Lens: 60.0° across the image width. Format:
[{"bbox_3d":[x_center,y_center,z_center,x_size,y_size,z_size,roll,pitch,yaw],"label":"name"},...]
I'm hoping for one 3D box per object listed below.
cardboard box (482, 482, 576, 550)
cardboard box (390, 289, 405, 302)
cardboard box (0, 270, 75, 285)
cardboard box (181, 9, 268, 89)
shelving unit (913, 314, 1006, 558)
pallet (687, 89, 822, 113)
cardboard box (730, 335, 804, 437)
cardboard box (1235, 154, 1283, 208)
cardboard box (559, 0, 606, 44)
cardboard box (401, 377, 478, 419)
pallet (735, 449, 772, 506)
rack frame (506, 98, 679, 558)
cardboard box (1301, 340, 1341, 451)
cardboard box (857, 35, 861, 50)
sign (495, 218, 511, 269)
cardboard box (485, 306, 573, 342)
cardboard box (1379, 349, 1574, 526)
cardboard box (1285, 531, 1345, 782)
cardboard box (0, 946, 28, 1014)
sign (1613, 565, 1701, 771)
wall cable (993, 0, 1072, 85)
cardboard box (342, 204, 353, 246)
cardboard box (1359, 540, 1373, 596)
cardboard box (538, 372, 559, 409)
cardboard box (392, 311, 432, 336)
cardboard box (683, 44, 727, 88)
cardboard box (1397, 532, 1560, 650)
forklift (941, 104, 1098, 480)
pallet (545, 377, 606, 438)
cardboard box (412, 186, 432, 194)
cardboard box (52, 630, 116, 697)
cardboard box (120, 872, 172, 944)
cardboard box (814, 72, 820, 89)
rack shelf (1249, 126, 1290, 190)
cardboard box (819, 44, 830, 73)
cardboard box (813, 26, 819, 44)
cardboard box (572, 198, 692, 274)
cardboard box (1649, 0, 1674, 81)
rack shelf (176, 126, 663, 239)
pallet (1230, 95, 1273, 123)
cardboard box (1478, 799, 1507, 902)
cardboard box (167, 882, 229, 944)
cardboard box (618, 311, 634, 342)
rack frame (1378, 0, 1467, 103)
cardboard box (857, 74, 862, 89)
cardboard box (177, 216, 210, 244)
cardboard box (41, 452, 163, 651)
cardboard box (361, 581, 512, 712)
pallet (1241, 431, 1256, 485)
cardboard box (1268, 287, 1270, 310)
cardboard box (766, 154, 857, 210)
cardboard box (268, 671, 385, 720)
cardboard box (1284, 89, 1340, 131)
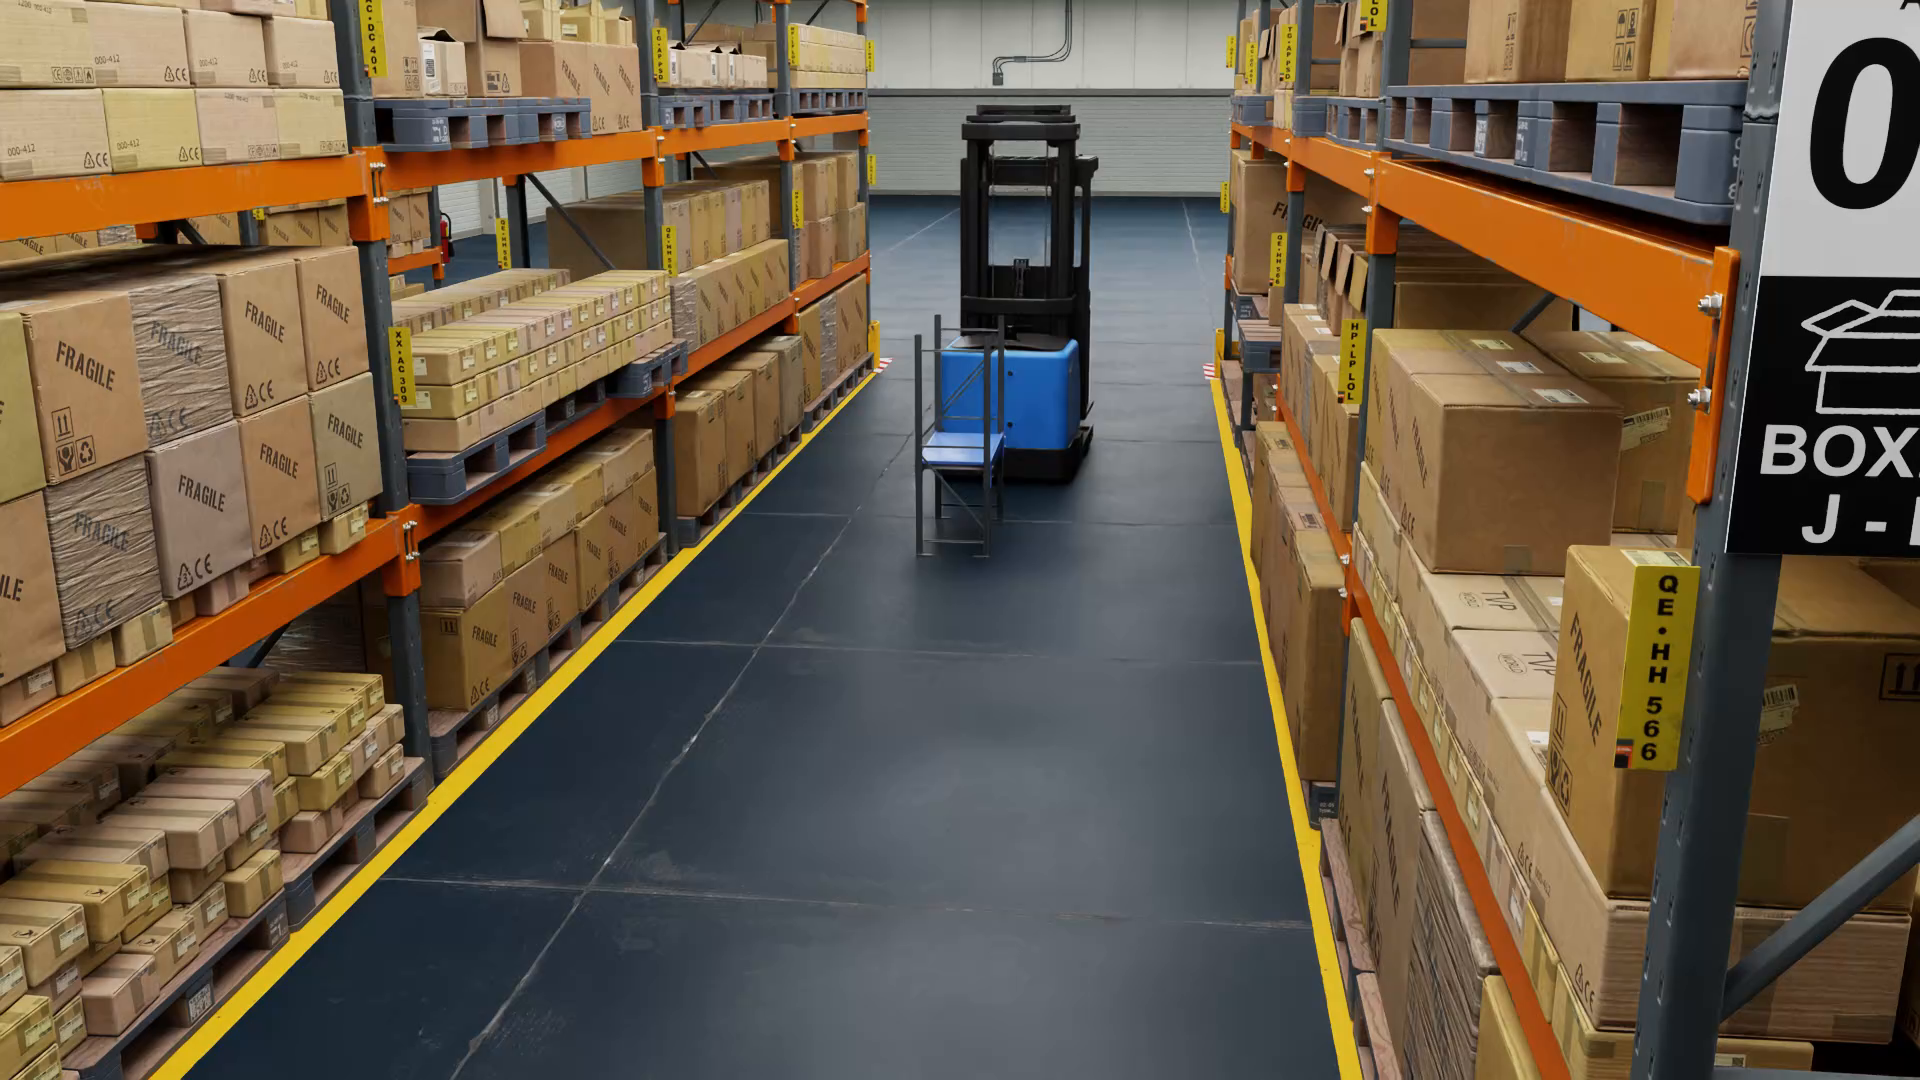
[{"bbox_3d":[-2.405,-0.133,8.955,0.500,0.250,0.500,2,15,8],"label":"cardboard box"},{"bbox_3d":[-6.333,-2.439,17.963,0.500,0.500,0.500,2,15,8],"label":"cardboard box"},{"bbox_3d":[-3.294,-0.621,5.535,0.500,0.500,0.500,2,15,7],"label":"cardboard box"},{"bbox_3d":[-2.740,-1.676,5.697,0.500,0.250,0.500,1,15,4],"label":"cardboard box"},{"bbox_3d":[0.010,-0.746,11.548,0.538,1.500,1.048,2,15,6],"label":"shelving unit"},{"bbox_3d":[-1.865,-4.013,15.179,1.003,0.211,1.213,2,15,6],"label":"pallet"},{"bbox_3d":[-1.948,-1.349,14.409,1.050,0.750,0.750,2,15,6],"label":"cardboard box"},{"bbox_3d":[2.899,-3.412,15.856,0.500,0.500,0.500,2,15,6],"label":"cardboard box"},{"bbox_3d":[-2.249,-2.978,9.524,0.396,0.266,0.258,2,15,6],"label":"cardboard box"},{"bbox_3d":[-2.369,-0.634,7.369,0.380,0.149,0.250,2,15,7],"label":"cardboard box"},{"bbox_3d":[-2.115,-0.530,13.218,1.003,0.211,1.213,2,15,6],"label":"pallet"},{"bbox_3d":[-2.419,-1.358,10.939,1.000,3.000,0.127,2,15,6],"label":"rack frame"},{"bbox_3d":[2.004,-0.720,8.386,0.500,0.500,0.500,2,15,6],"label":"cardboard box"},{"bbox_3d":[-1.247,-5.234,17.482,0.380,0.149,0.250,2,15,7],"label":"cardboard box"},{"bbox_3d":[-2.971,-1.933,10.845,0.100,0.325,0.005,2,15,6],"label":"sign"},{"bbox_3d":[-2.224,-1.113,8.570,0.380,0.149,0.250,2,15,8],"label":"cardboard box"},{"bbox_3d":[1.675,-0.338,5.445,0.500,0.500,0.500,2,15,6],"label":"cardboard box"},{"bbox_3d":[2.099,0.508,7.303,1.225,0.875,0.875,2,15,6],"label":"cardboard box"},{"bbox_3d":[-2.912,1.274,4.723,0.380,0.149,0.250,1,15,4],"label":"cardboard box"},{"bbox_3d":[1.058,0.196,2.519,0.100,0.325,0.005,2,15,6],"label":"sign"},{"bbox_3d":[2.110,-16.304,48.202,2.305,6.003,0.169,2,15,6],"label":"wall cable"},{"bbox_3d":[-6.430,-3.205,17.008,0.500,0.500,0.500,2,15,7],"label":"cardboard box"},{"bbox_3d":[1.653,0.108,5.998,0.380,0.149,0.250,1,15,4],"label":"cardboard box"},{"bbox_3d":[-2.253,-0.759,8.398,0.380,0.149,0.250,1,15,4],"label":"cardboard box"},{"bbox_3d":[-2.898,-1.068,8.401,0.380,0.149,0.250,1,15,4],"label":"cardboard box"},{"bbox_3d":[-2.004,-3.459,12.134,0.500,0.311,0.500,1,15,5],"label":"cardboard box"},{"bbox_3d":[1.620,0.158,5.049,0.500,0.250,0.500,2,15,8],"label":"cardboard box"},{"bbox_3d":[0.587,-2.232,14.301,1.130,2.935,3.031,3,15,9],"label":"forklift"},{"bbox_3d":[-2.601,-0.751,9.061,1.003,0.211,1.213,2,15,6],"label":"pallet"},{"bbox_3d":[-6.287,-4.088,18.358,0.700,0.500,0.500,1,15,5],"label":"cardboard box"},{"bbox_3d":[-2.834,0.357,5.075,0.380,0.149,0.250,2,15,8],"label":"cardboard box"},{"bbox_3d":[-2.878,1.206,5.541,0.380,0.149,0.250,2,15,9],"label":"cardboard box"},{"bbox_3d":[-1.503,-4.255,15.389,0.380,0.149,0.250,1,15,5],"label":"cardboard box"},{"bbox_3d":[2.724,-2.805,11.922,1.077,0.370,4.000,2,15,6],"label":"rack shelf"},{"bbox_3d":[-1.522,-4.546,15.703,0.500,0.250,0.500,2,15,6],"label":"cardboard box"},{"bbox_3d":[-1.504,-4.640,15.288,0.380,0.149,0.250,1,15,5],"label":"cardboard box"},{"bbox_3d":[-2.303,-2.137,11.710,0.700,0.500,0.500,1,15,5],"label":"cardboard box"},{"bbox_3d":[1.784,-1.137,3.187,0.700,0.500,0.500,1,15,4],"label":"cardboard box"},{"bbox_3d":[-2.644,-1.940,8.723,1.077,0.370,4.000,2,15,6],"label":"rack shelf"},{"bbox_3d":[2.774,-3.424,13.191,1.213,0.211,1.003,2,15,6],"label":"pallet"},{"bbox_3d":[1.395,0.711,3.769,0.380,0.149,0.250,2,15,7],"label":"cardboard box"},{"bbox_3d":[-2.789,1.299,5.770,0.380,0.149,0.250,2,15,7],"label":"cardboard box"},{"bbox_3d":[-2.106,-1.239,9.606,0.380,0.149,0.250,2,15,6],"label":"cardboard box"},{"bbox_3d":[2.047,-3.045,5.682,1.000,3.000,0.127,2,15,6],"label":"rack frame"},{"bbox_3d":[-1.246,-4.849,17.588,0.380,0.149,0.250,2,15,7],"label":"cardboard box"},{"bbox_3d":[-6.776,-2.655,14.167,0.500,0.500,0.500,2,15,7],"label":"cardboard box"},{"bbox_3d":[-2.842,0.018,5.088,0.500,0.500,0.500,1,15,5],"label":"cardboard box"},{"bbox_3d":[-2.523,0.499,8.053,0.500,0.500,0.500,2,15,8],"label":"cardboard box"},{"bbox_3d":[2.863,-0.675,13.755,1.003,0.211,1.213,2,15,6],"label":"pallet"},{"bbox_3d":[2.418,-1.764,11.893,0.396,0.266,0.258,1,15,5],"label":"cardboard box"},{"bbox_3d":[-1.567,-3.786,17.562,0.875,0.550,0.550,2,15,6],"label":"cardboard box"},{"bbox_3d":[-2.652,0.665,6.972,0.380,0.149,0.250,2,15,8],"label":"cardboard box"},{"bbox_3d":[2.308,-2.692,10.412,0.500,0.250,0.500,2,15,6],"label":"cardboard box"}]
